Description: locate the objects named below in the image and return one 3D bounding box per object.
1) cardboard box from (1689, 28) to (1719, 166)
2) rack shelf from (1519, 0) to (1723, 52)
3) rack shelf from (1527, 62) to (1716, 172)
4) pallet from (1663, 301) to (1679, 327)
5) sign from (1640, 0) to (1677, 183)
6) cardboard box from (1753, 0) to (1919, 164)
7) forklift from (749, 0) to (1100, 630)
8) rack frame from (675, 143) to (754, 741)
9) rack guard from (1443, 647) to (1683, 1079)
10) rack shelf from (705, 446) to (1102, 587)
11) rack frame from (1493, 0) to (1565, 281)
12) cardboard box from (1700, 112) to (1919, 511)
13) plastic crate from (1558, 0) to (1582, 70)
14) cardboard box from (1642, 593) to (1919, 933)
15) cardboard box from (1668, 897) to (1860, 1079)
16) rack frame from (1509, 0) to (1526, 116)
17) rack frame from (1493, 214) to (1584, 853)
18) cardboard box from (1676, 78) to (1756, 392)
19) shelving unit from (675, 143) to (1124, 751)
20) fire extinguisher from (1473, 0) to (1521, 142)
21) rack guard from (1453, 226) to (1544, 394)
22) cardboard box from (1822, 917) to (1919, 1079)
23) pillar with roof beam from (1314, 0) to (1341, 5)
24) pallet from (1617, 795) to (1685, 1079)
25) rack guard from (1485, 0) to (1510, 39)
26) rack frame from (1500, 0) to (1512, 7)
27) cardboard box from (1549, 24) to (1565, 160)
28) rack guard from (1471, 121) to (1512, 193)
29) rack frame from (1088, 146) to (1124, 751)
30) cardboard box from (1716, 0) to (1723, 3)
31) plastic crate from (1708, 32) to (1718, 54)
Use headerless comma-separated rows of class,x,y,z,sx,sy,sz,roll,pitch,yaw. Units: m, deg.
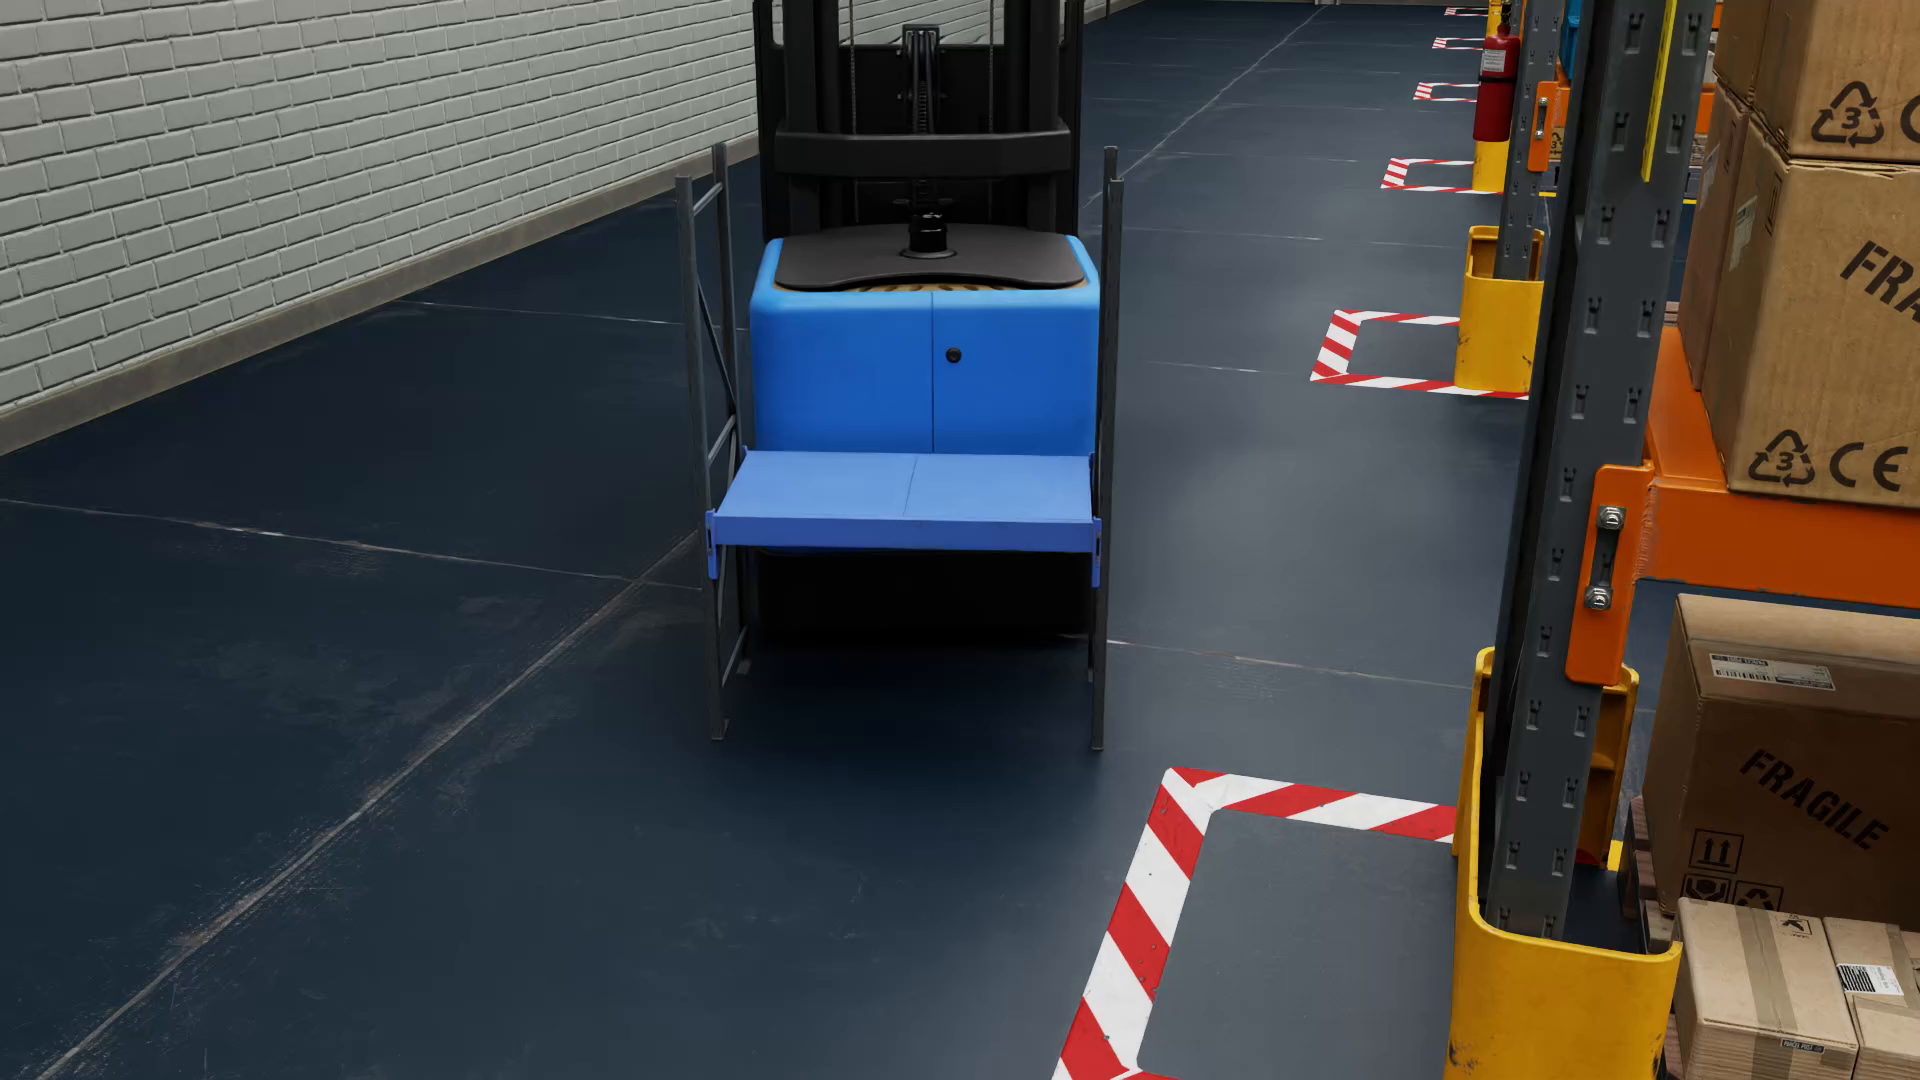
cardboard box,5.500,-3.131,11.697,0.875,0.875,0.875,7,23,16
rack shelf,5.907,-3.509,11.319,4.000,0.370,1.077,7,23,16
rack shelf,4.477,-1.709,6.932,4.000,0.370,1.077,7,23,16
pallet,3.340,-0.866,7.604,1.213,0.211,1.003,7,23,16
sign,0.971,-0.665,2.298,0.005,0.325,0.100,7,23,16
cardboard box,1.476,-0.826,2.382,0.500,0.500,0.500,7,23,17
forklift,-0.149,-1.603,5.817,1.130,2.935,3.031,-1,22,-3
rack frame,-0.639,-0.249,4.401,0.032,1.500,0.500,1,22,3
rack guard,1.200,0.703,3.397,0.348,0.500,1.175,7,23,16
rack shelf,-0.132,-0.073,4.445,1.000,0.185,0.538,1,22,3
rack frame,2.562,-2.261,7.330,0.127,3.000,1.000,7,23,16
cardboard box,2.766,-0.321,2.469,3.026,0.500,1.079,7,23,16
plastic crate,2.936,-2.336,7.388,0.499,0.435,0.616,7,23,16
cardboard box,1.719,0.461,3.407,0.500,0.500,0.500,7,23,16
cardboard box,1.429,0.824,2.985,0.250,0.149,0.380,7,23,16
rack frame,3.992,-4.061,11.717,0.127,3.000,1.000,7,23,16
rack frame,1.126,-0.461,2.940,0.053,2.616,0.949,7,23,16
cardboard box,1.635,-0.558,3.046,0.500,0.500,0.500,7,23,17
shelving unit,-0.132,-0.239,4.376,1.048,1.500,0.538,1,22,3
fire extinguisher,2.549,-2.234,7.858,0.183,0.674,0.296,7,23,16
rack guard,2.535,-1.103,7.799,0.348,0.500,1.175,7,23,16
cardboard box,1.668,0.844,2.914,0.250,0.166,0.380,7,23,16
pillar with roof beam,4.721,-11.300,21.459,0.400,9.000,9.100,7,23,16
pallet,1.964,0.924,3.240,1.213,0.211,1.003,7,23,16
rack guard,6.832,-6.507,20.975,0.348,0.500,1.175,7,23,16
rack frame,6.855,-7.661,20.495,0.127,3.000,1.000,7,23,16
cardboard box,4.628,-3.231,11.940,0.875,0.875,0.875,7,23,16
rack guard,3.969,-2.907,12.198,0.348,0.500,1.175,7,23,16
rack frame,0.376,-0.229,4.352,0.032,1.500,0.500,1,22,3
cardboard box,4.978,-3.702,11.173,0.250,0.149,0.380,6,23,15
plastic crate,3.395,-2.143,7.311,0.243,0.136,0.396,7,23,16
